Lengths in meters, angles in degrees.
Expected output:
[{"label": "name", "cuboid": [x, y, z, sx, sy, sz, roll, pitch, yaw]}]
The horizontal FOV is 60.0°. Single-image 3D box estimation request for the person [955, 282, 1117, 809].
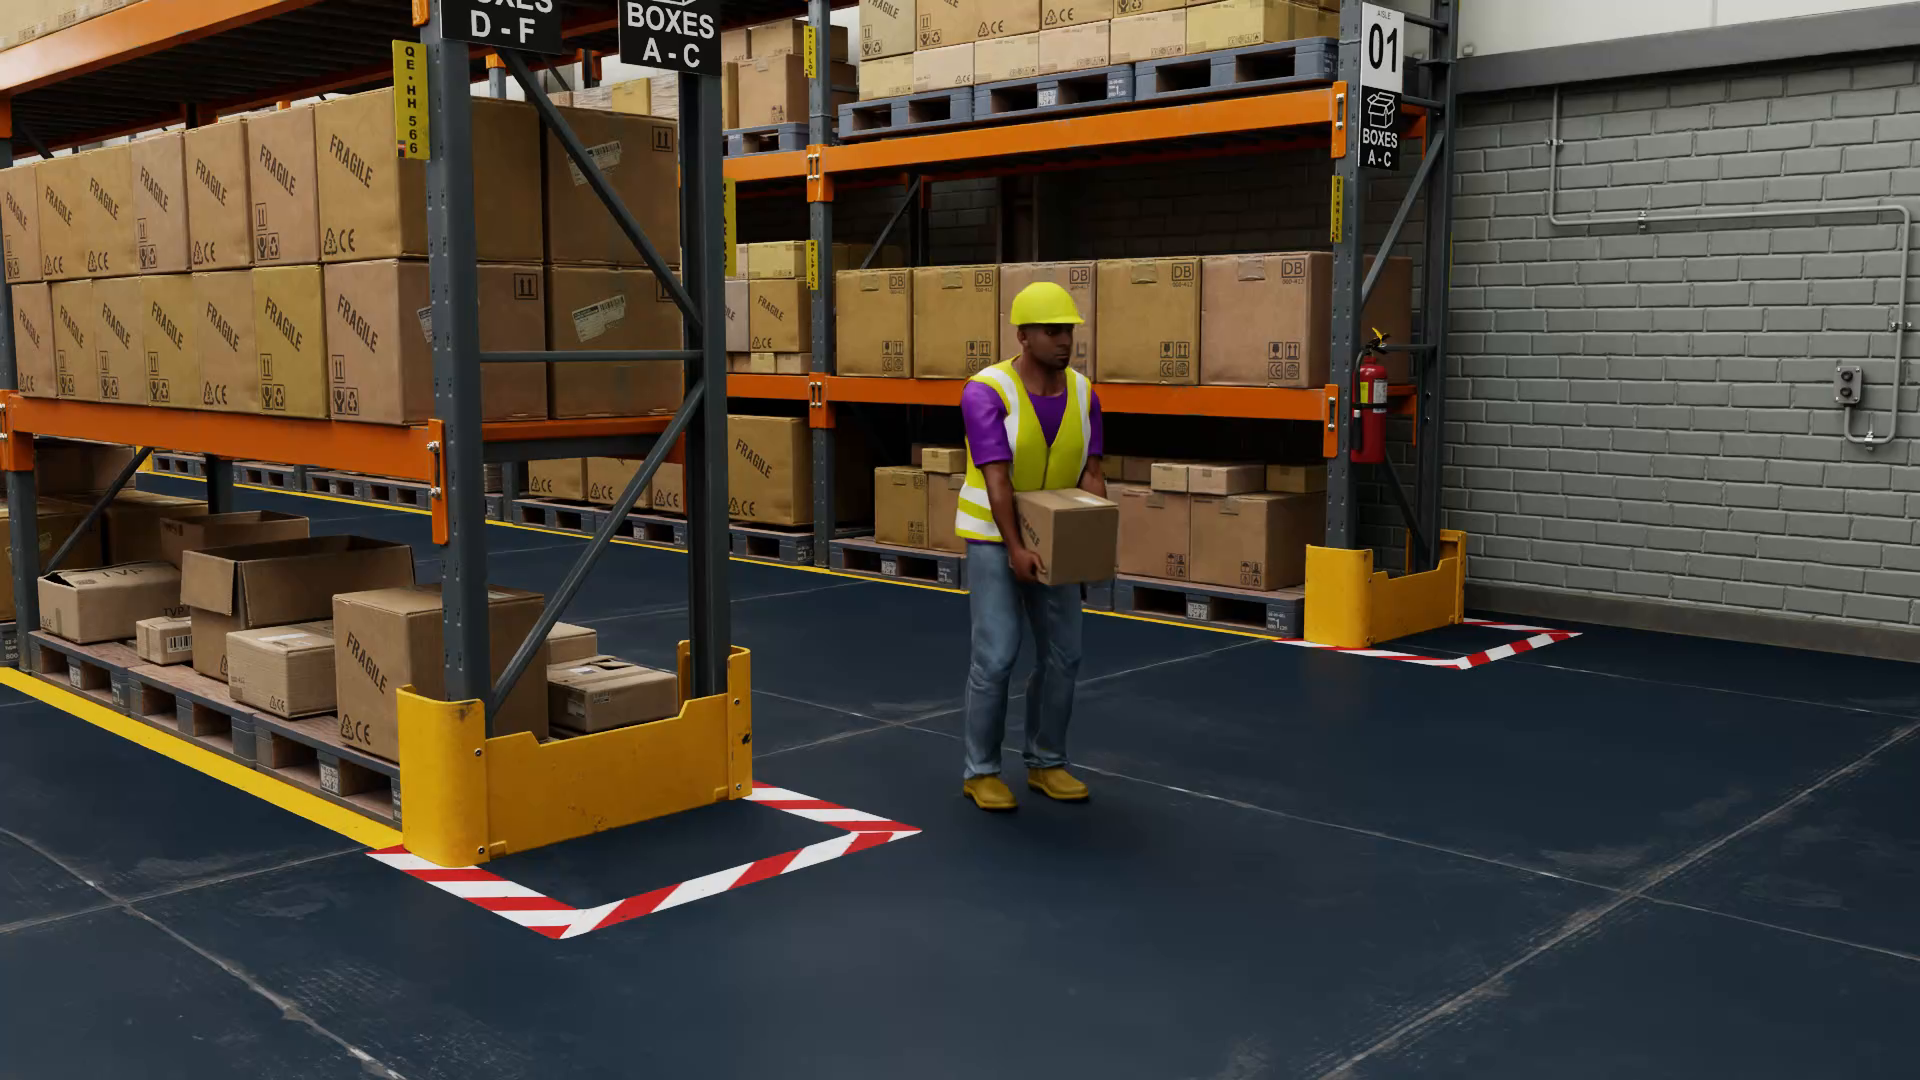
[{"label": "person", "cuboid": [0.263, 0.024, 5.543, 0.503, 1.745, 0.583, -3, 8, -26]}]
